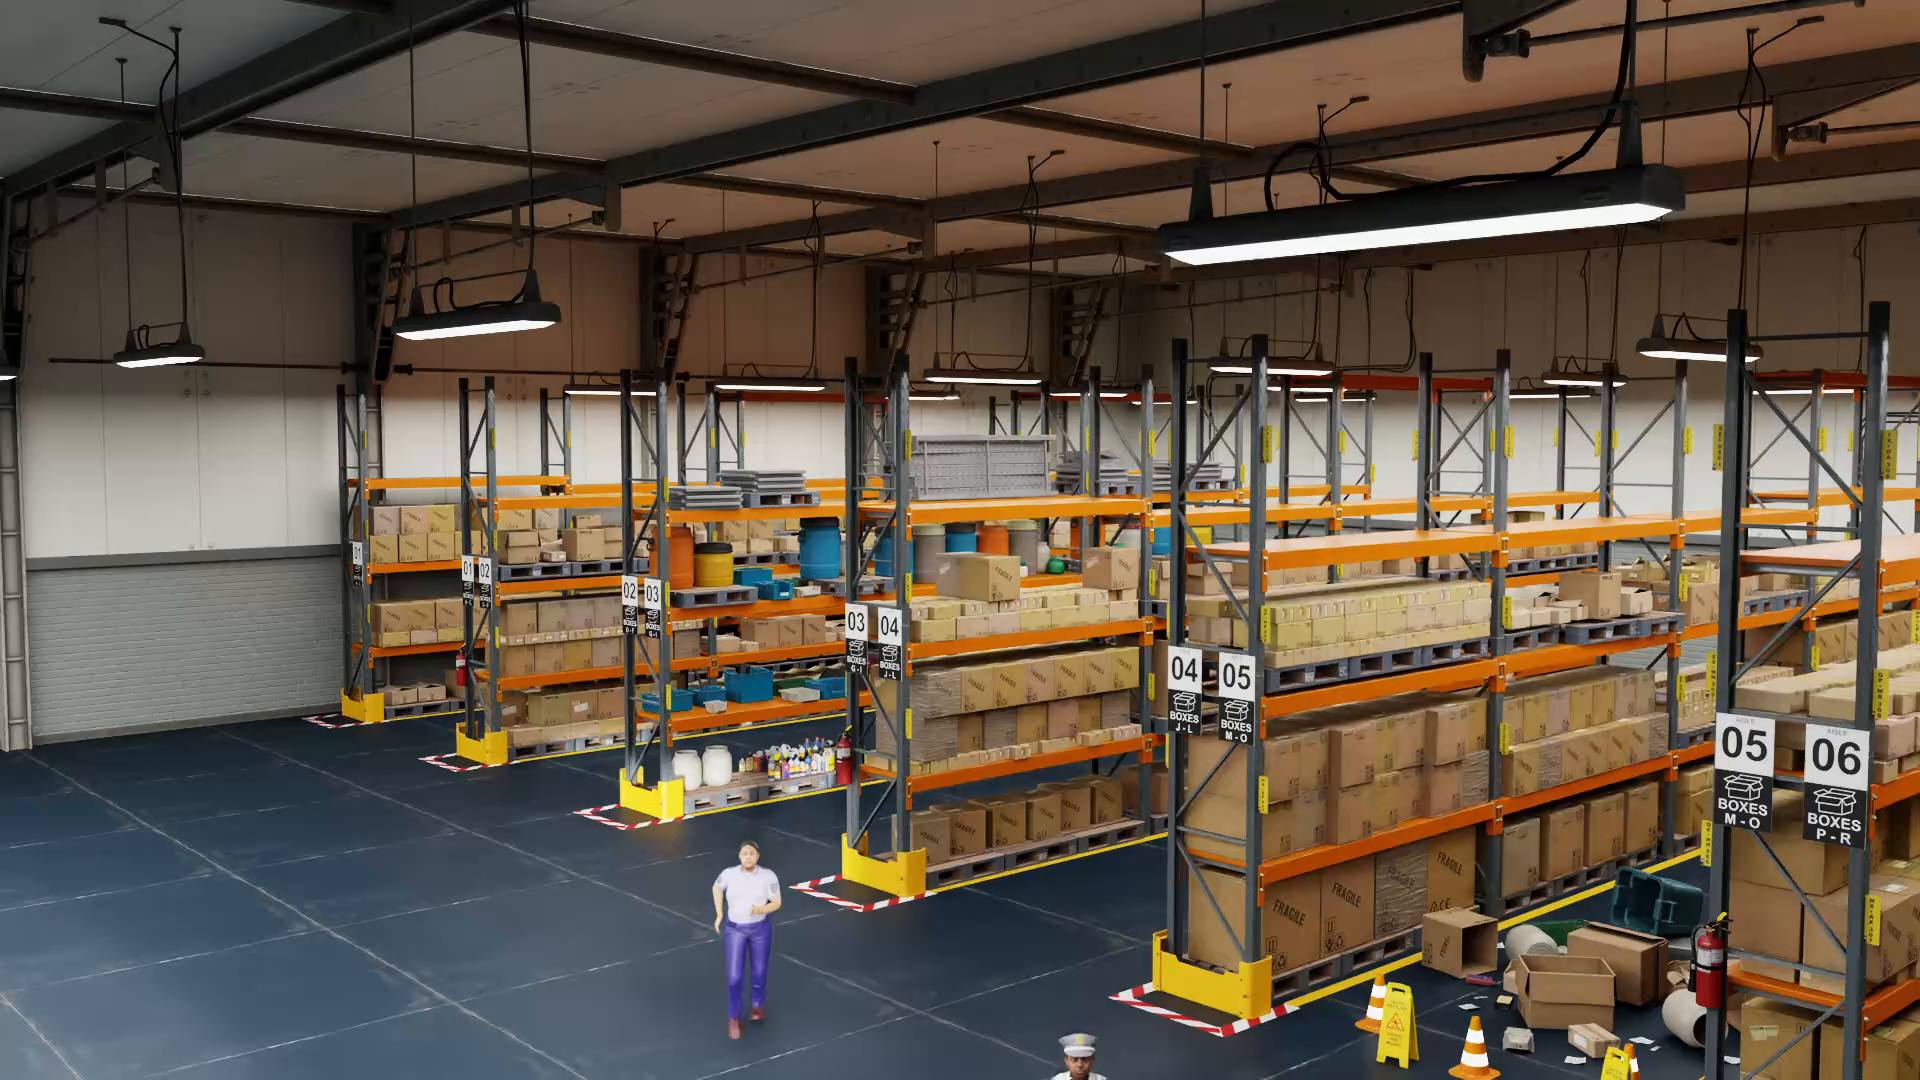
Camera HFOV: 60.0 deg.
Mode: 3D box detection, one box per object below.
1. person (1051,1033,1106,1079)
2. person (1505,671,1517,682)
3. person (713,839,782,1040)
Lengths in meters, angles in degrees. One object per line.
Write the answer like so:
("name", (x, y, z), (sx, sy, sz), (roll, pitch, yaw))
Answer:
("person", (0.703, 3.699, 9.831), (0.583, 1.664, 0.591), (0, 4, 0))
("person", (8.198, 2.724, 24.728), (0.895, 1.717, 0.538), (-3, 5, -40))
("person", (-1.823, 3.416, 14.278), (0.577, 1.698, 0.720), (-1, 4, -9))
